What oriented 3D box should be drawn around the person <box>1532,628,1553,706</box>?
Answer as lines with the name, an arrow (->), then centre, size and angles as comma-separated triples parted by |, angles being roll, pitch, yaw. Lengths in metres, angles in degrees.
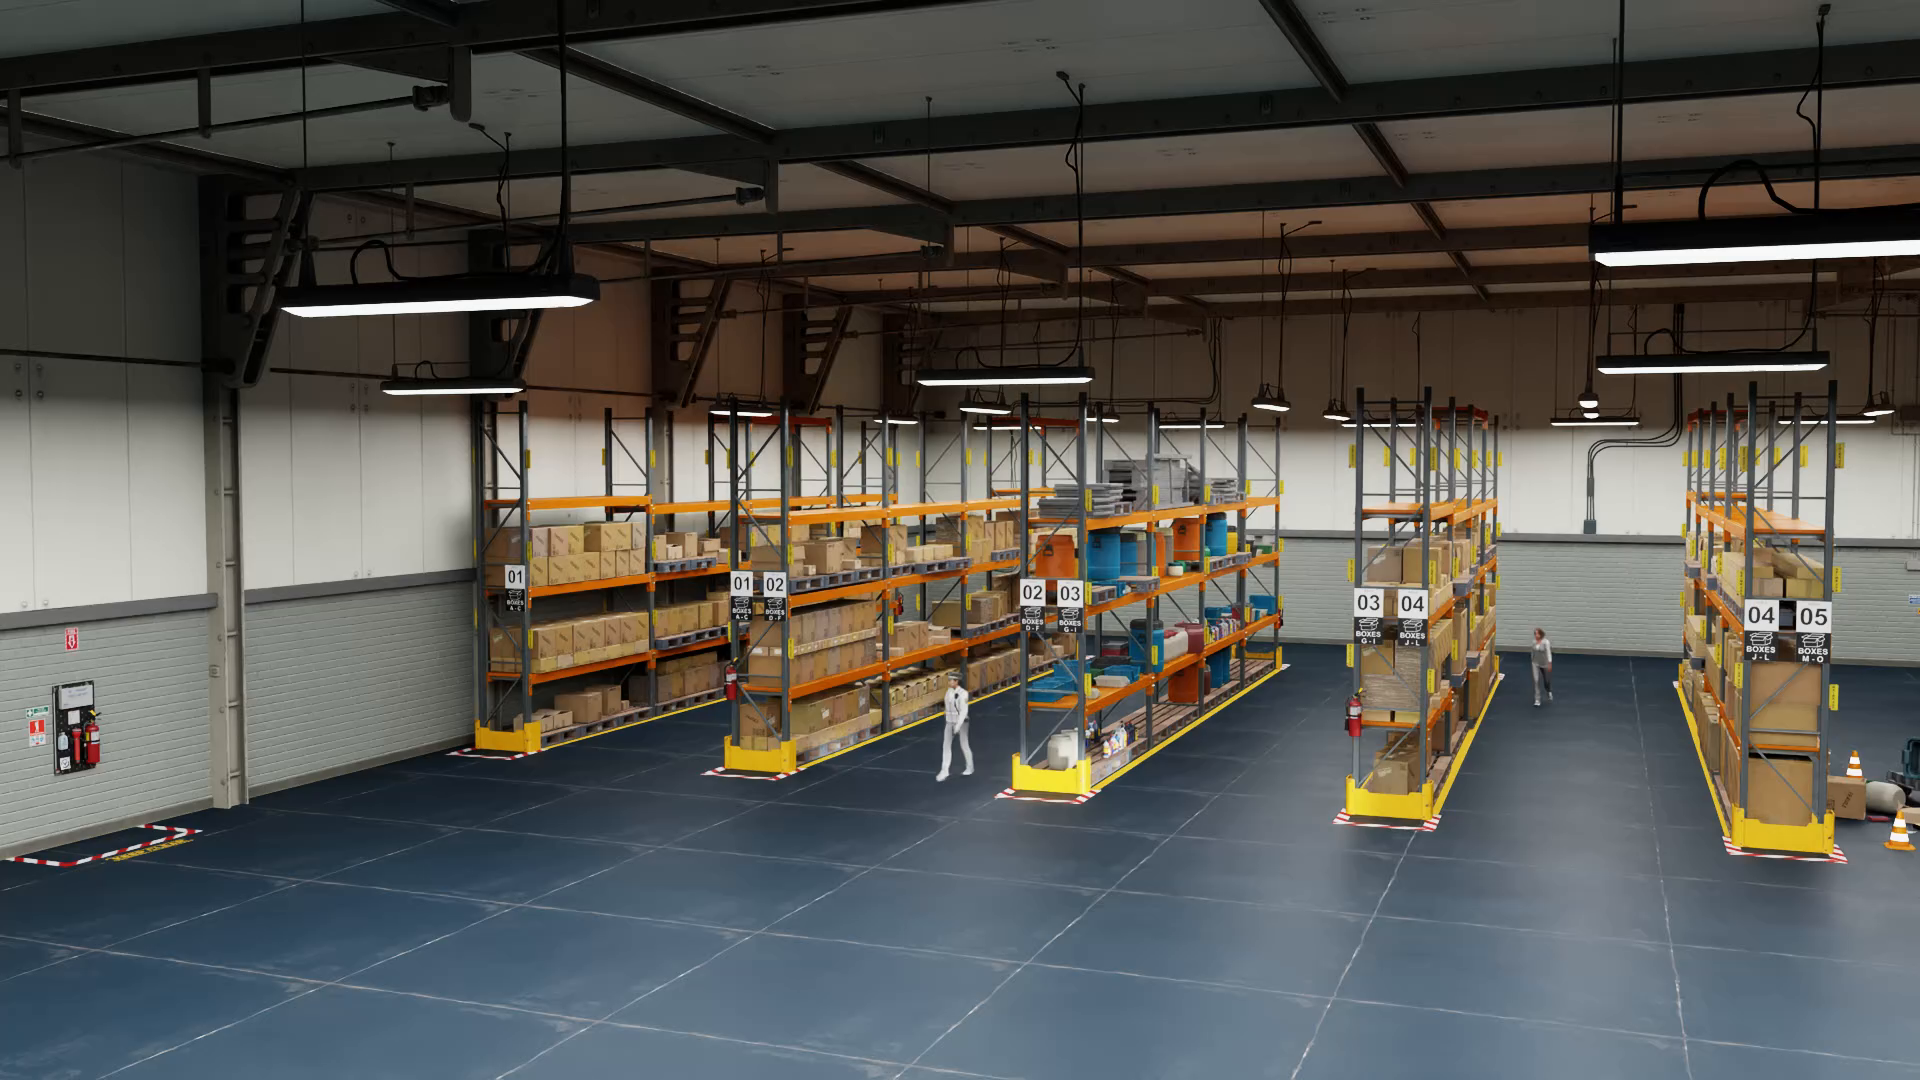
person -> 11.884, 2.562, 33.945 | 0.413, 1.560, 0.855 | 1, 3, 27

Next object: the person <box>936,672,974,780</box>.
person -> -0.096, 2.896, 26.095 | 0.521, 1.661, 0.814 | 2, 4, 39
